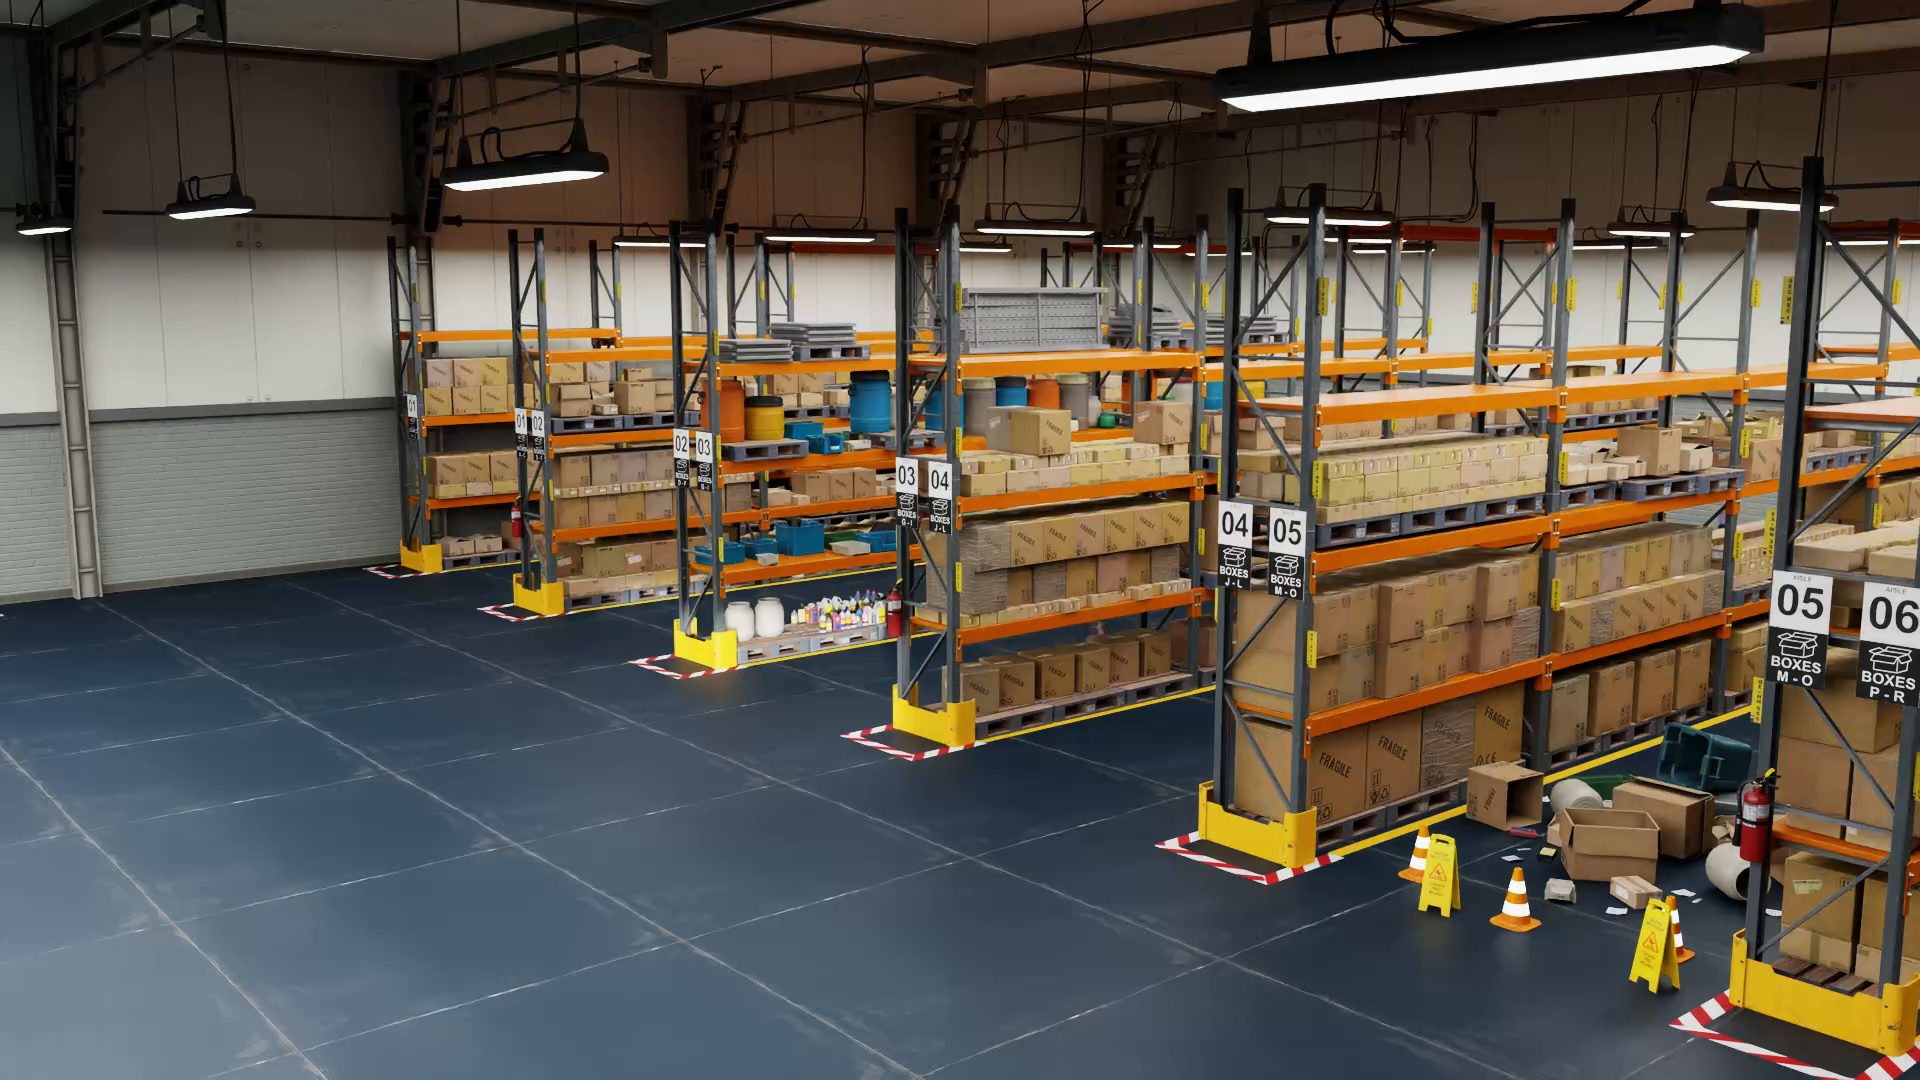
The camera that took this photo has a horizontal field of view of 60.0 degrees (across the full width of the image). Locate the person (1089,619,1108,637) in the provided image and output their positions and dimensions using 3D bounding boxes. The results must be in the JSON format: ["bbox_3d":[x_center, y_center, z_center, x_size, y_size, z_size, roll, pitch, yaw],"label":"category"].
[{"bbox_3d":[1.942,0.559,22.880,0.449,1.655,0.432,2,9,12],"label":"person"}]

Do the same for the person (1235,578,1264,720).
[{"bbox_3d":[3.507,1.306,19.840,0.381,1.688,0.440,3,9,16],"label":"person"}]

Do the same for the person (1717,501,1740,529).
[{"bbox_3d":[13.509,-0.134,29.200,0.576,1.638,0.473,5,10,28],"label":"person"}]
